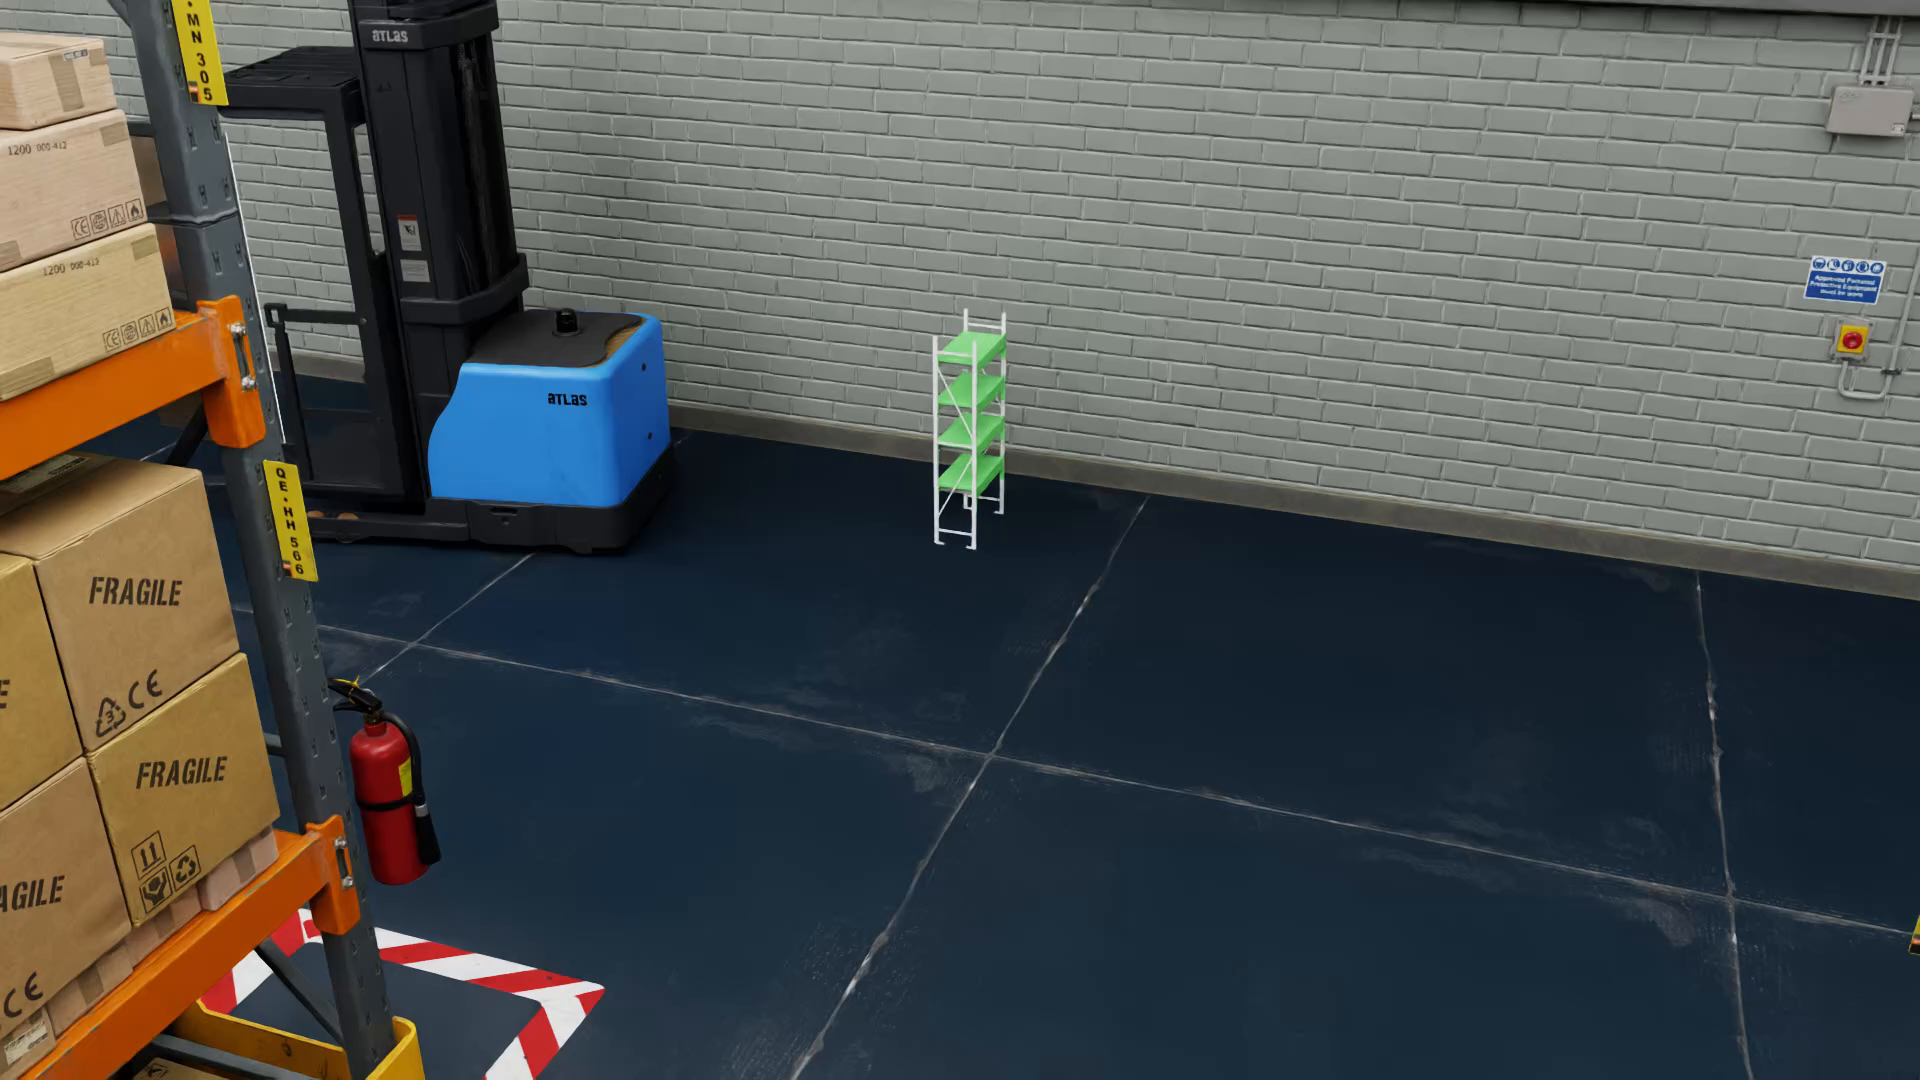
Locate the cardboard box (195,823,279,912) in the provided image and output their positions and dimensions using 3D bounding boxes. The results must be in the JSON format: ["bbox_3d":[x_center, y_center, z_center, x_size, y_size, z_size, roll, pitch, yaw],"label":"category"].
[{"bbox_3d":[-2.053,0.817,4.410,0.380,0.149,0.250,9,27,18],"label":"cardboard box"}]

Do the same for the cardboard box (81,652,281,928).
[{"bbox_3d":[-2.118,0.572,4.171,0.500,0.500,0.500,9,27,18],"label":"cardboard box"}]

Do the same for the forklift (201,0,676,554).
[{"bbox_3d":[-3.239,-1.524,9.034,3.031,2.935,1.130,4,26,7],"label":"forklift"}]

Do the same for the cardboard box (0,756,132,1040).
[{"bbox_3d":[-2.294,0.783,3.736,0.500,0.500,0.500,8,27,17],"label":"cardboard box"}]

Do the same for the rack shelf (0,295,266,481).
[{"bbox_3d":[-2.877,0.324,2.522,1.077,0.370,4.000,9,27,17],"label":"rack shelf"}]

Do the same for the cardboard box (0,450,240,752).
[{"bbox_3d":[-2.129,0.124,3.949,0.500,0.500,0.500,8,27,16],"label":"cardboard box"}]

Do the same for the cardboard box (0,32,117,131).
[{"bbox_3d":[-2.045,-0.979,3.529,0.380,0.149,0.250,9,27,17],"label":"cardboard box"}]

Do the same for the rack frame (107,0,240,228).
[{"bbox_3d":[-2.211,-2.172,3.409,1.000,3.000,0.127,9,27,17],"label":"rack frame"}]

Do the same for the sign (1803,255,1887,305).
[{"bbox_3d":[4.320,-1.269,8.120,0.327,0.218,0.001,9,27,17],"label":"sign"}]

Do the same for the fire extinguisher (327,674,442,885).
[{"bbox_3d":[-1.692,0.695,4.890,0.296,0.674,0.183,9,27,17],"label":"fire extinguisher"}]

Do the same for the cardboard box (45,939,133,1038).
[{"bbox_3d":[-2.240,1.019,3.992,0.380,0.149,0.250,8,27,17],"label":"cardboard box"}]

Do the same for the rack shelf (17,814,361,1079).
[{"bbox_3d":[-2.877,1.674,3.175,1.077,0.370,4.000,9,27,17],"label":"rack shelf"}]

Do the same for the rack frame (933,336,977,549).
[{"bbox_3d":[-0.026,-0.508,8.922,0.240,1.200,0.015,9,27,17],"label":"rack frame"}]

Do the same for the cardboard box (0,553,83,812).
[{"bbox_3d":[-2.297,0.332,3.519,0.500,0.500,0.500,8,27,16],"label":"cardboard box"}]

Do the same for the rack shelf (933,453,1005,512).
[{"bbox_3d":[0.055,-0.335,9.261,0.258,0.148,0.480,9,27,17],"label":"rack shelf"}]

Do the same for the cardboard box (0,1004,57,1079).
[{"bbox_3d":[-2.303,1.127,3.769,0.380,0.149,0.250,9,27,19],"label":"cardboard box"}]

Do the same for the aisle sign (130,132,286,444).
[{"bbox_3d":[-1.904,-0.628,4.122,0.394,0.787,0.004,9,27,17],"label":"aisle sign"}]

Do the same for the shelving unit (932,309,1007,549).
[{"bbox_3d":[0.055,-0.608,9.129,0.258,1.200,0.503,9,27,17],"label":"shelving unit"}]

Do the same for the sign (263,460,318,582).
[{"bbox_3d":[-1.694,-0.046,4.212,0.100,0.325,0.005,9,27,17],"label":"sign"}]

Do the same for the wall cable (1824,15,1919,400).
[{"bbox_3d":[4.345,-1.587,7.884,0.585,1.953,0.123,9,27,17],"label":"wall cable"}]

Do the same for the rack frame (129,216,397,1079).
[{"bbox_3d":[-2.211,0.529,4.716,1.000,3.000,0.127,9,27,17],"label":"rack frame"}]

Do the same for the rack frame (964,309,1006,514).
[{"bbox_3d":[0.136,-0.708,9.336,0.240,1.200,0.015,9,27,17],"label":"rack frame"}]

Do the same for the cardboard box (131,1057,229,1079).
[{"bbox_3d":[-2.148,1.609,4.591,0.380,0.149,0.250,9,27,18],"label":"cardboard box"}]

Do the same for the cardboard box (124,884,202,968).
[{"bbox_3d":[-2.171,0.913,4.210,0.380,0.149,0.250,9,27,17],"label":"cardboard box"}]

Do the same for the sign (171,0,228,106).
[{"bbox_3d":[-1.694,-1.131,3.686,0.100,0.325,0.005,9,27,17],"label":"sign"}]

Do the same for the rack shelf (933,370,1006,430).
[{"bbox_3d":[0.055,-0.767,9.052,0.258,0.148,0.480,9,27,17],"label":"rack shelf"}]

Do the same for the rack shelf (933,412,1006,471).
[{"bbox_3d":[0.055,-0.551,9.157,0.258,0.148,0.480,9,27,17],"label":"rack shelf"}]

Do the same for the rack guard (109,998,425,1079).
[{"bbox_3d":[-2.236,1.685,5.196,1.175,0.500,0.348,9,27,17],"label":"rack guard"}]

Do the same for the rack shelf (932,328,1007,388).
[{"bbox_3d":[0.055,-0.983,8.948,0.258,0.148,0.480,9,27,17],"label":"rack shelf"}]

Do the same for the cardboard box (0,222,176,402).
[{"bbox_3d":[-2.113,-0.529,3.630,0.500,0.250,0.500,8,27,16],"label":"cardboard box"}]

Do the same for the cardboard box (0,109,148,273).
[{"bbox_3d":[-2.124,-0.753,3.519,0.500,0.250,0.500,8,27,16],"label":"cardboard box"}]

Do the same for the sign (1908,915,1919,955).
[{"bbox_3d":[1.969,0.697,3.285,0.100,0.325,0.005,9,27,17],"label":"sign"}]
